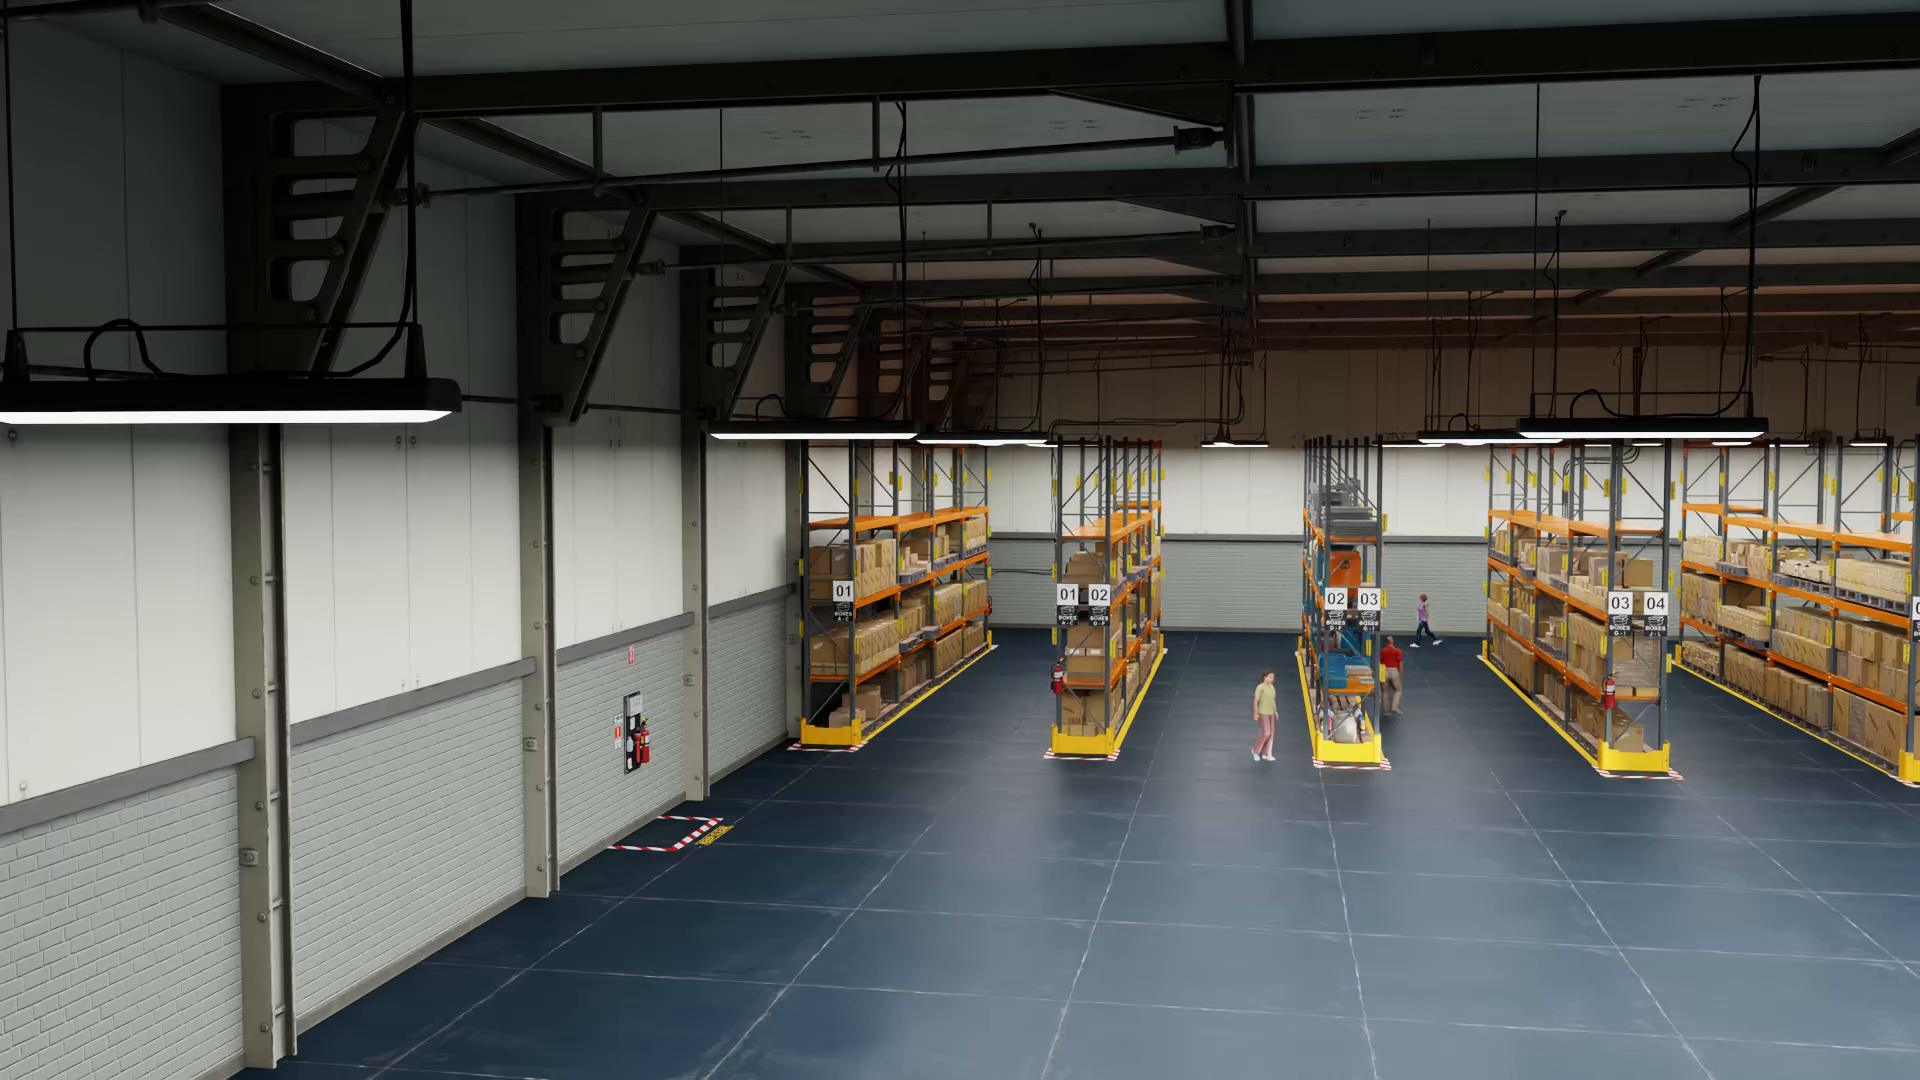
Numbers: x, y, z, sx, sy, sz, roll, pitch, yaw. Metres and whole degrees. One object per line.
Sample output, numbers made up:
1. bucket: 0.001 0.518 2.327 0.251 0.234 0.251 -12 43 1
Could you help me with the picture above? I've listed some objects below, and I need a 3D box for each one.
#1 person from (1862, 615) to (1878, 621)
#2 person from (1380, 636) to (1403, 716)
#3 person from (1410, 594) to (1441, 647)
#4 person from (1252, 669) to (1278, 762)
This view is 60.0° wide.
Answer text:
1. person: 25.093 2.360 45.707 0.673 1.751 0.532 0 3 -1
2. person: 9.254 2.930 35.768 0.575 1.723 0.540 1 3 20
3. person: 13.488 2.328 48.187 0.919 1.551 0.419 0 3 5
4. person: 5.620 3.228 30.601 0.479 1.693 0.423 -3 4 -42
